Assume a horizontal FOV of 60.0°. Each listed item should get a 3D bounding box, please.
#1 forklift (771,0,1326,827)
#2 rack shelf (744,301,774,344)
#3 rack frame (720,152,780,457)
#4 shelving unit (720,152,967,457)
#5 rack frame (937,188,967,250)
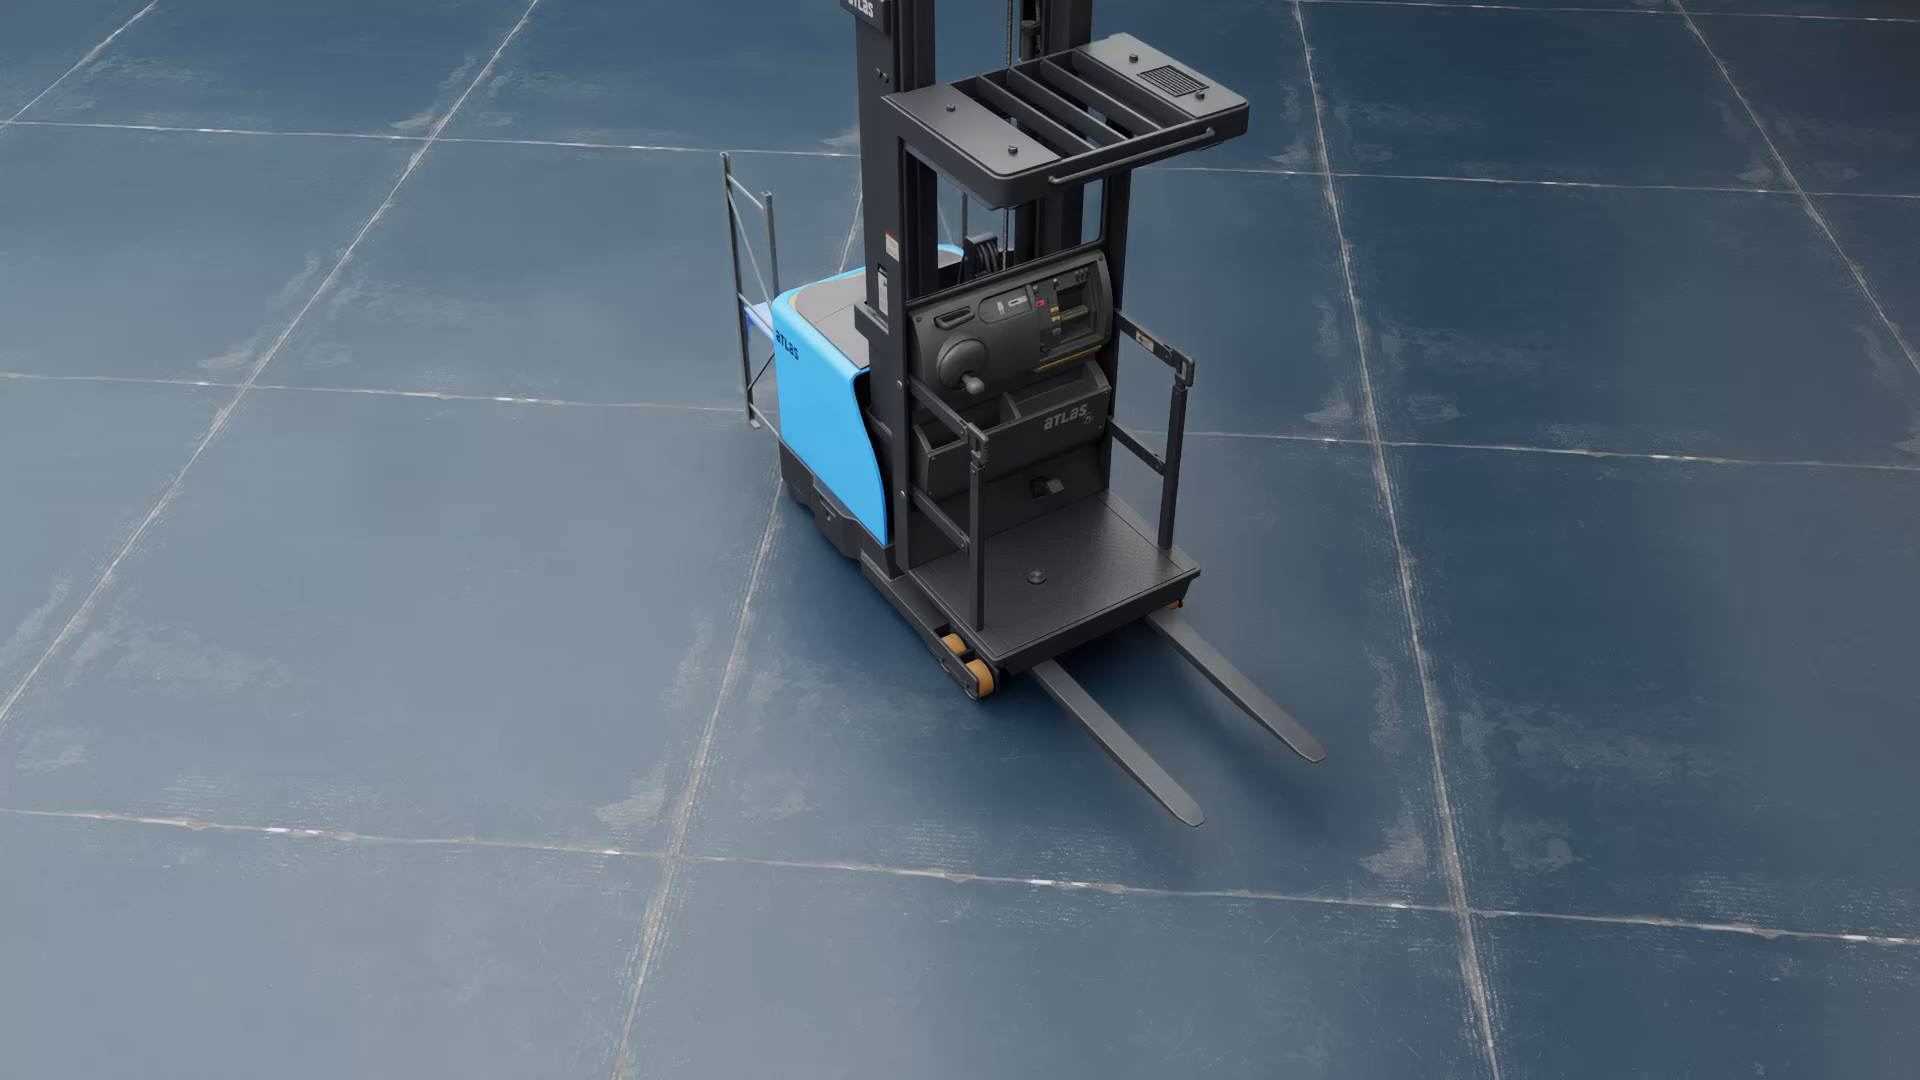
[{"bbox_3d":[0.340,-0.803,6.586,1.130,2.935,3.031,-22,44,-25],"label":"forklift"},{"bbox_3d":[-0.542,-1.115,8.384,1.000,0.185,0.538,-21,43,-23],"label":"rack shelf"},{"bbox_3d":[-0.980,-1.091,8.070,0.032,1.500,0.500,-21,43,-23],"label":"rack frame"},{"bbox_3d":[-0.543,-1.255,8.271,1.048,1.500,0.538,-21,43,-23],"label":"shelving unit"},{"bbox_3d":[-0.106,-1.419,8.473,0.032,1.500,0.500,-21,43,-23],"label":"rack frame"}]
